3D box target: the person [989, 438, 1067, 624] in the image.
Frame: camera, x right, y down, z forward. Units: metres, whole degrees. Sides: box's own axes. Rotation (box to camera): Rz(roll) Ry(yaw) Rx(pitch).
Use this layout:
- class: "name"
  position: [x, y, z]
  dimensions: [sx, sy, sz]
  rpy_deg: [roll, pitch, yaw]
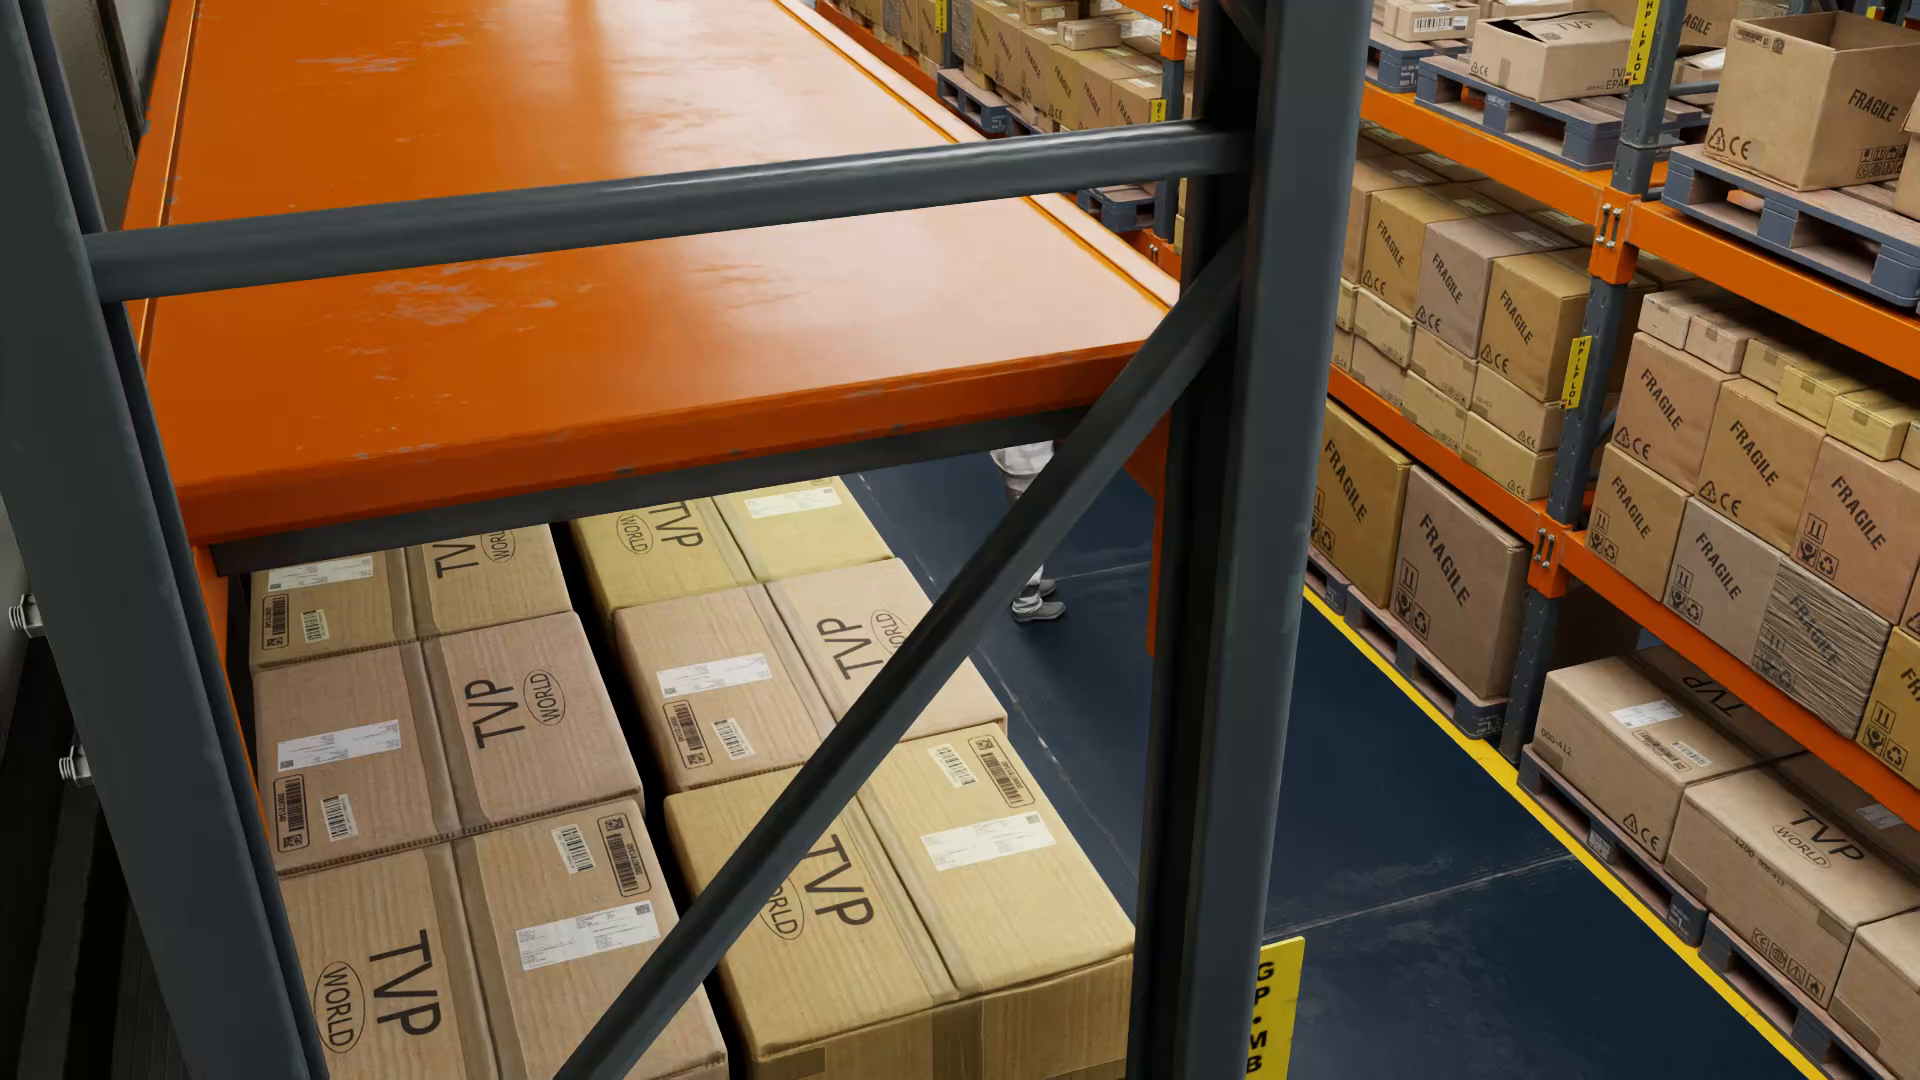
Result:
- class: "person"
  position: [0.431, -0.424, 8.857]
  dimensions: [0.573, 1.782, 0.494]
  rpy_deg: [-10, 31, -17]
